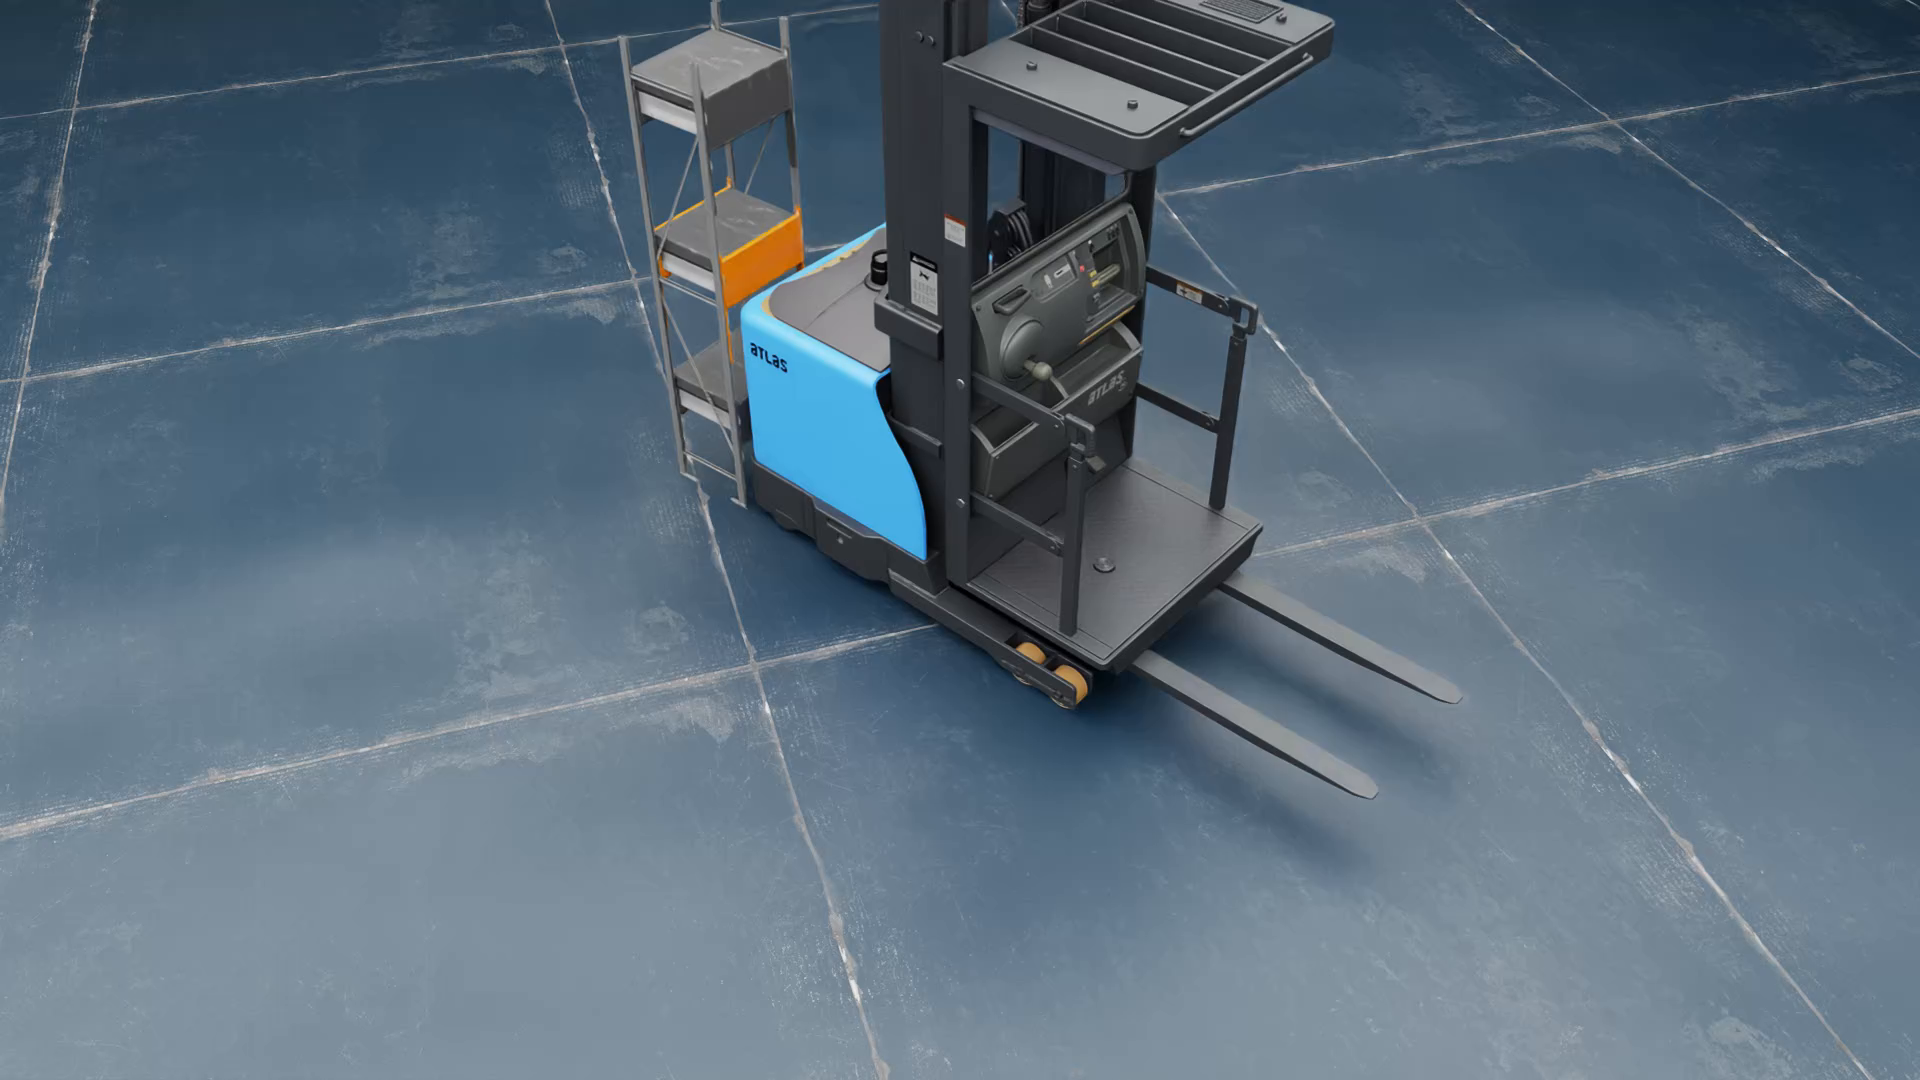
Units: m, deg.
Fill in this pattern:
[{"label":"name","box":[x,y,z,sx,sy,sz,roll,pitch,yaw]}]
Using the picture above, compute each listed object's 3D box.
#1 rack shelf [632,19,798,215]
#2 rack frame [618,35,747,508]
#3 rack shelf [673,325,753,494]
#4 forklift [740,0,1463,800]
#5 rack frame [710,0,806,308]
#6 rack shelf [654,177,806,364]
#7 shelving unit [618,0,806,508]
[{"label":"rack shelf","box":[-0.965,-1.660,6.511,0.431,0.518,0.480,27,48,27]},{"label":"rack frame","box":[-1.113,-1.015,6.816,0.400,2.100,0.015,27,48,27]},{"label":"rack shelf","box":[-0.965,-0.606,7.432,0.431,0.518,0.480,27,48,27]},{"label":"forklift","box":[0.534,-0.842,5.986,3.031,2.935,1.130,30,49,30]},{"label":"rack frame","box":[-0.817,-1.271,7.109,0.400,2.100,0.015,27,48,27]},{"label":"rack shelf","box":[-0.965,-1.133,6.971,0.431,0.518,0.480,27,48,27]},{"label":"shelving unit","box":[-0.965,-1.143,6.962,0.431,2.100,0.503,27,48,27]}]
